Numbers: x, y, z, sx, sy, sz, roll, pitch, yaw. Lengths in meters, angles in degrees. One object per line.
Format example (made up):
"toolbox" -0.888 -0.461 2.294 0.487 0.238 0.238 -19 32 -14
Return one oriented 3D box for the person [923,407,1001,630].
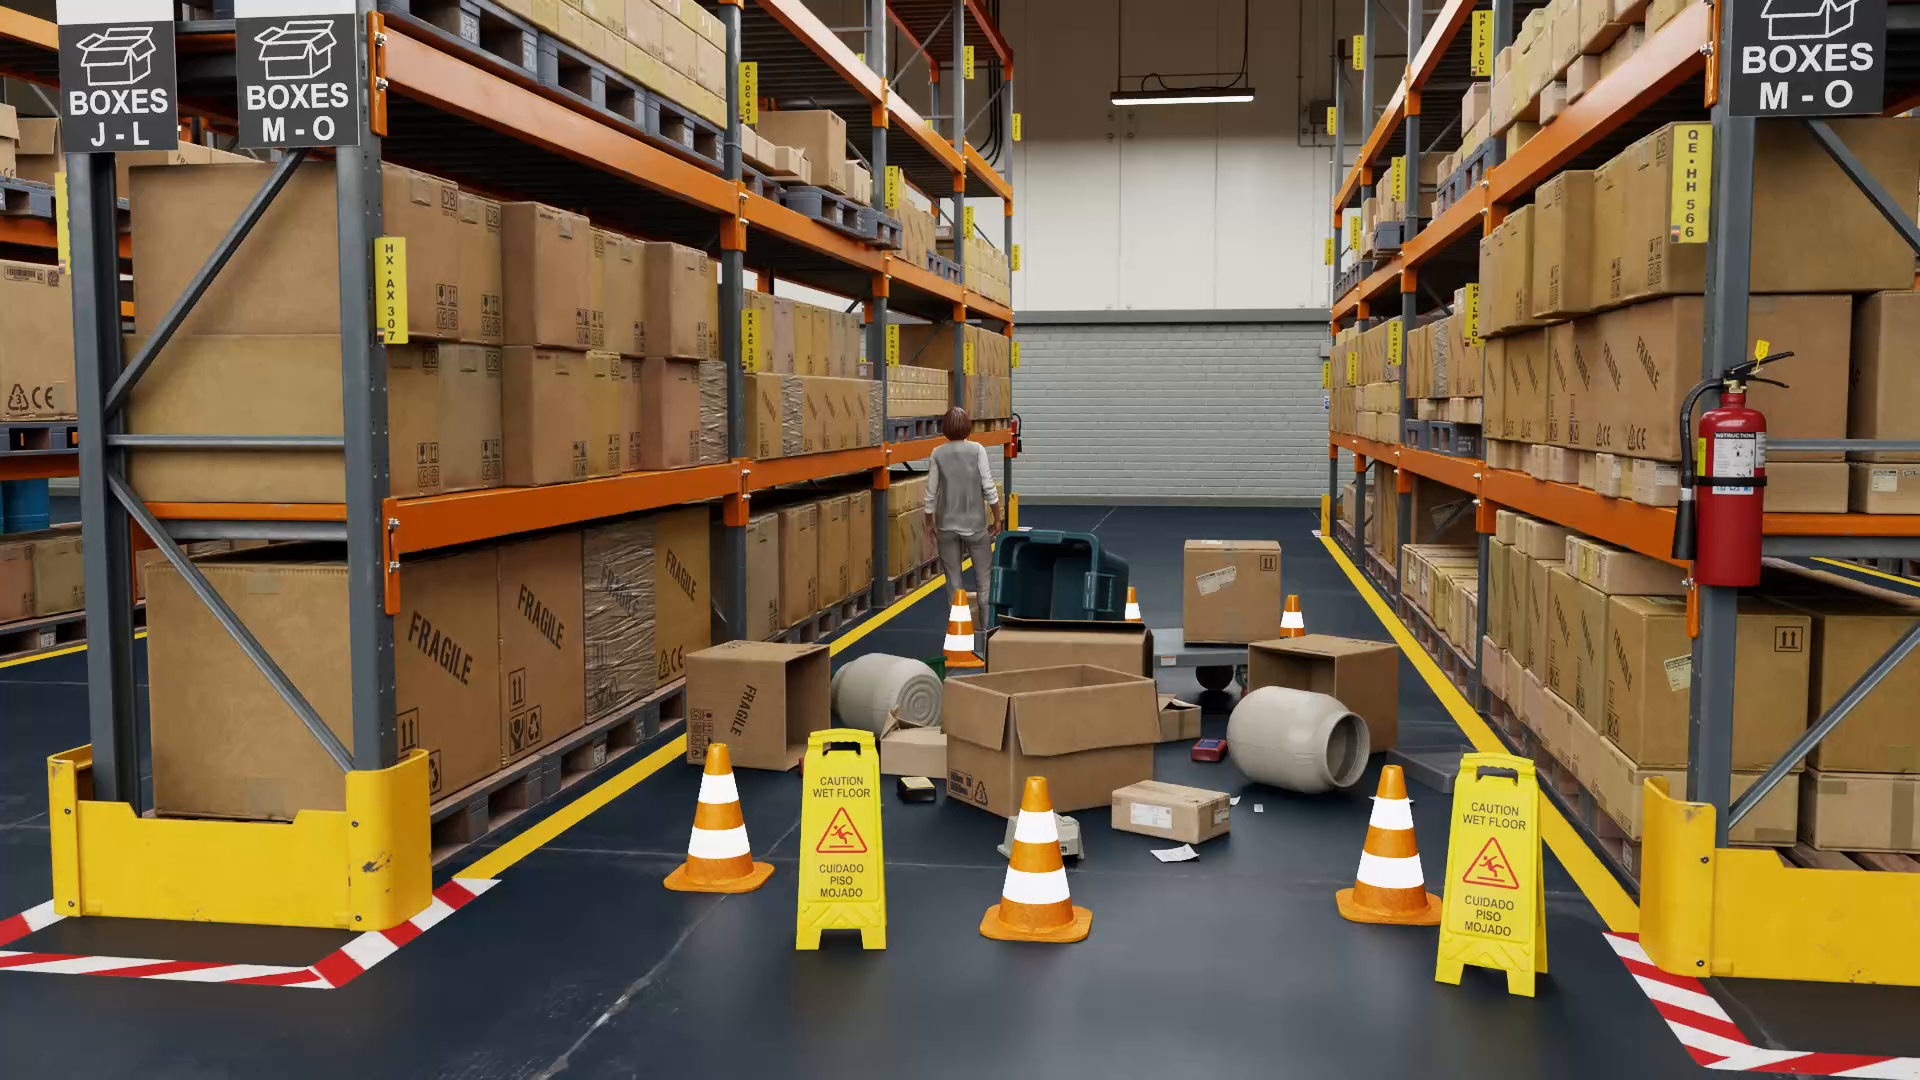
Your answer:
"person" 0.033 -0.071 10.899 0.521 1.597 0.466 1 5 8
